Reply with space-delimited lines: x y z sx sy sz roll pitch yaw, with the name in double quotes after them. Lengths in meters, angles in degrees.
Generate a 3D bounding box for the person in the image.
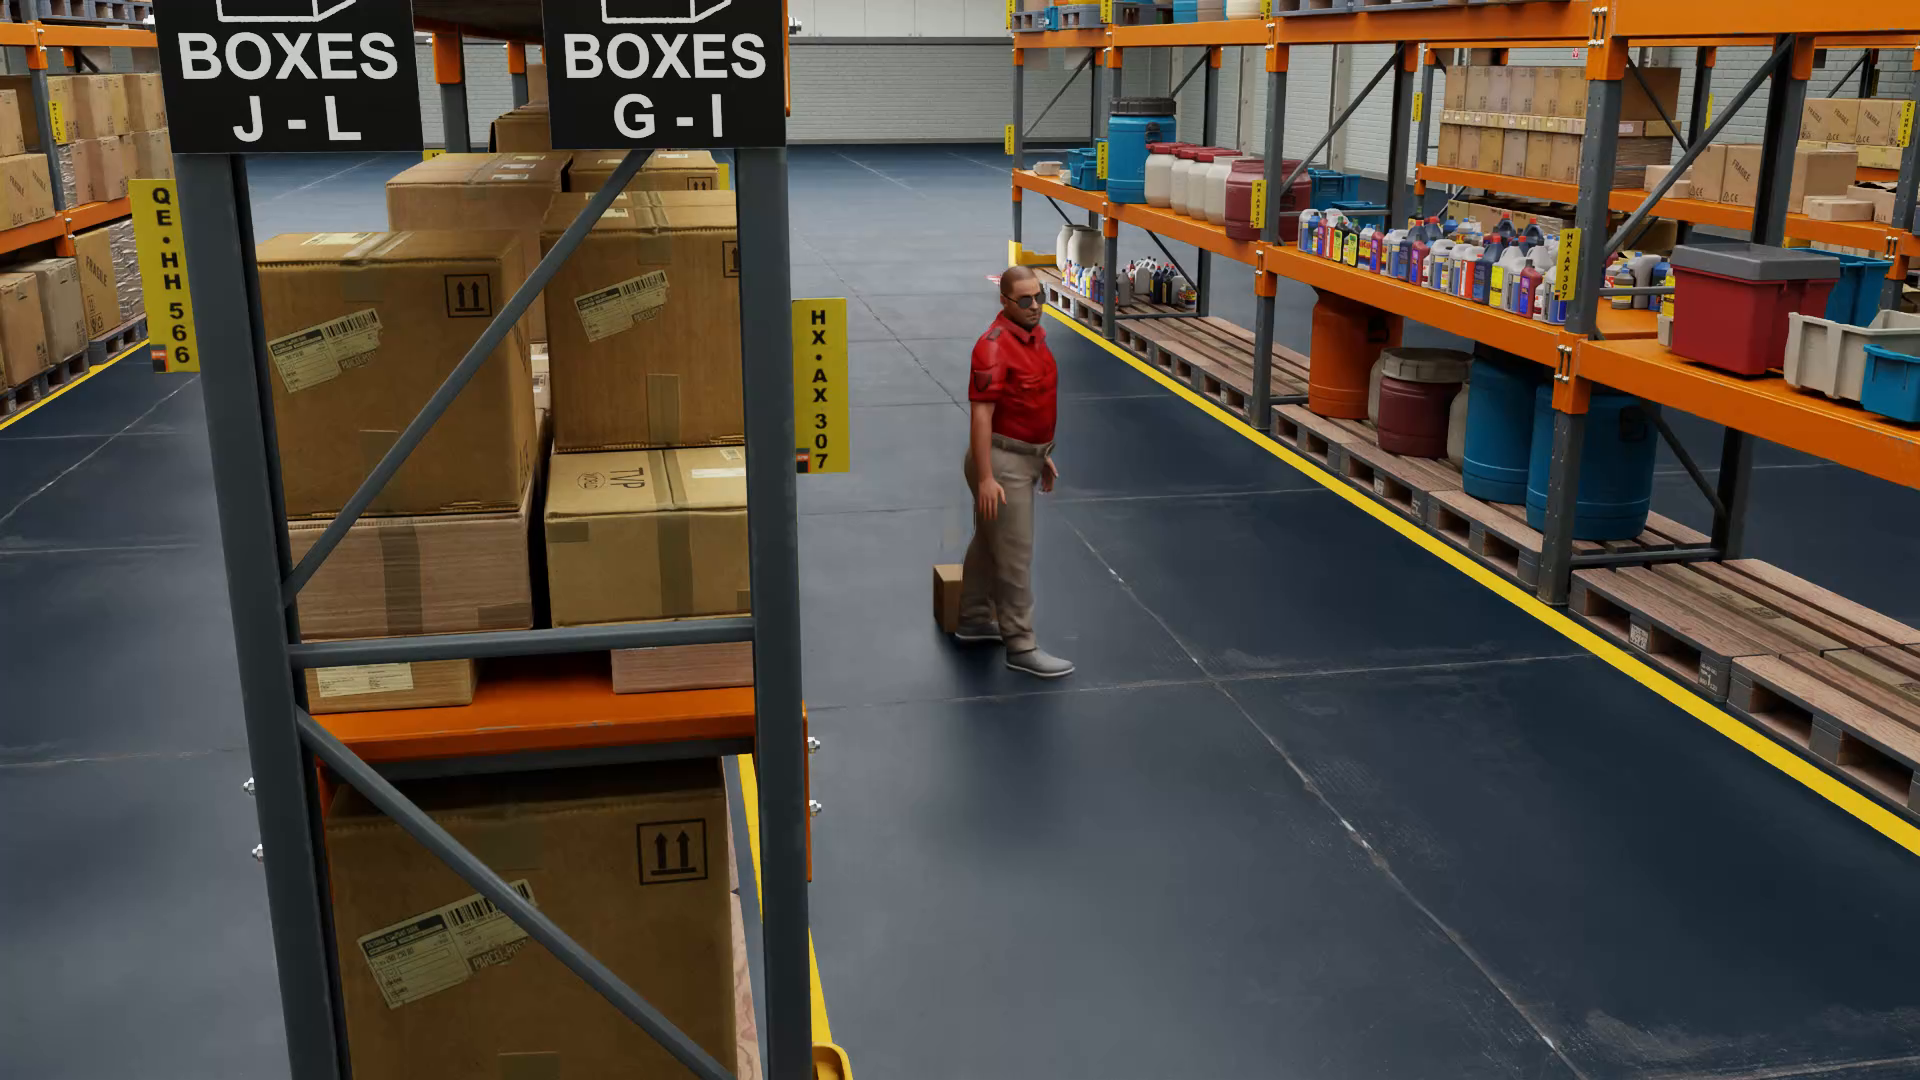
0.246 -0.308 7.077 0.627 1.716 0.601 5 17 18 "person"
